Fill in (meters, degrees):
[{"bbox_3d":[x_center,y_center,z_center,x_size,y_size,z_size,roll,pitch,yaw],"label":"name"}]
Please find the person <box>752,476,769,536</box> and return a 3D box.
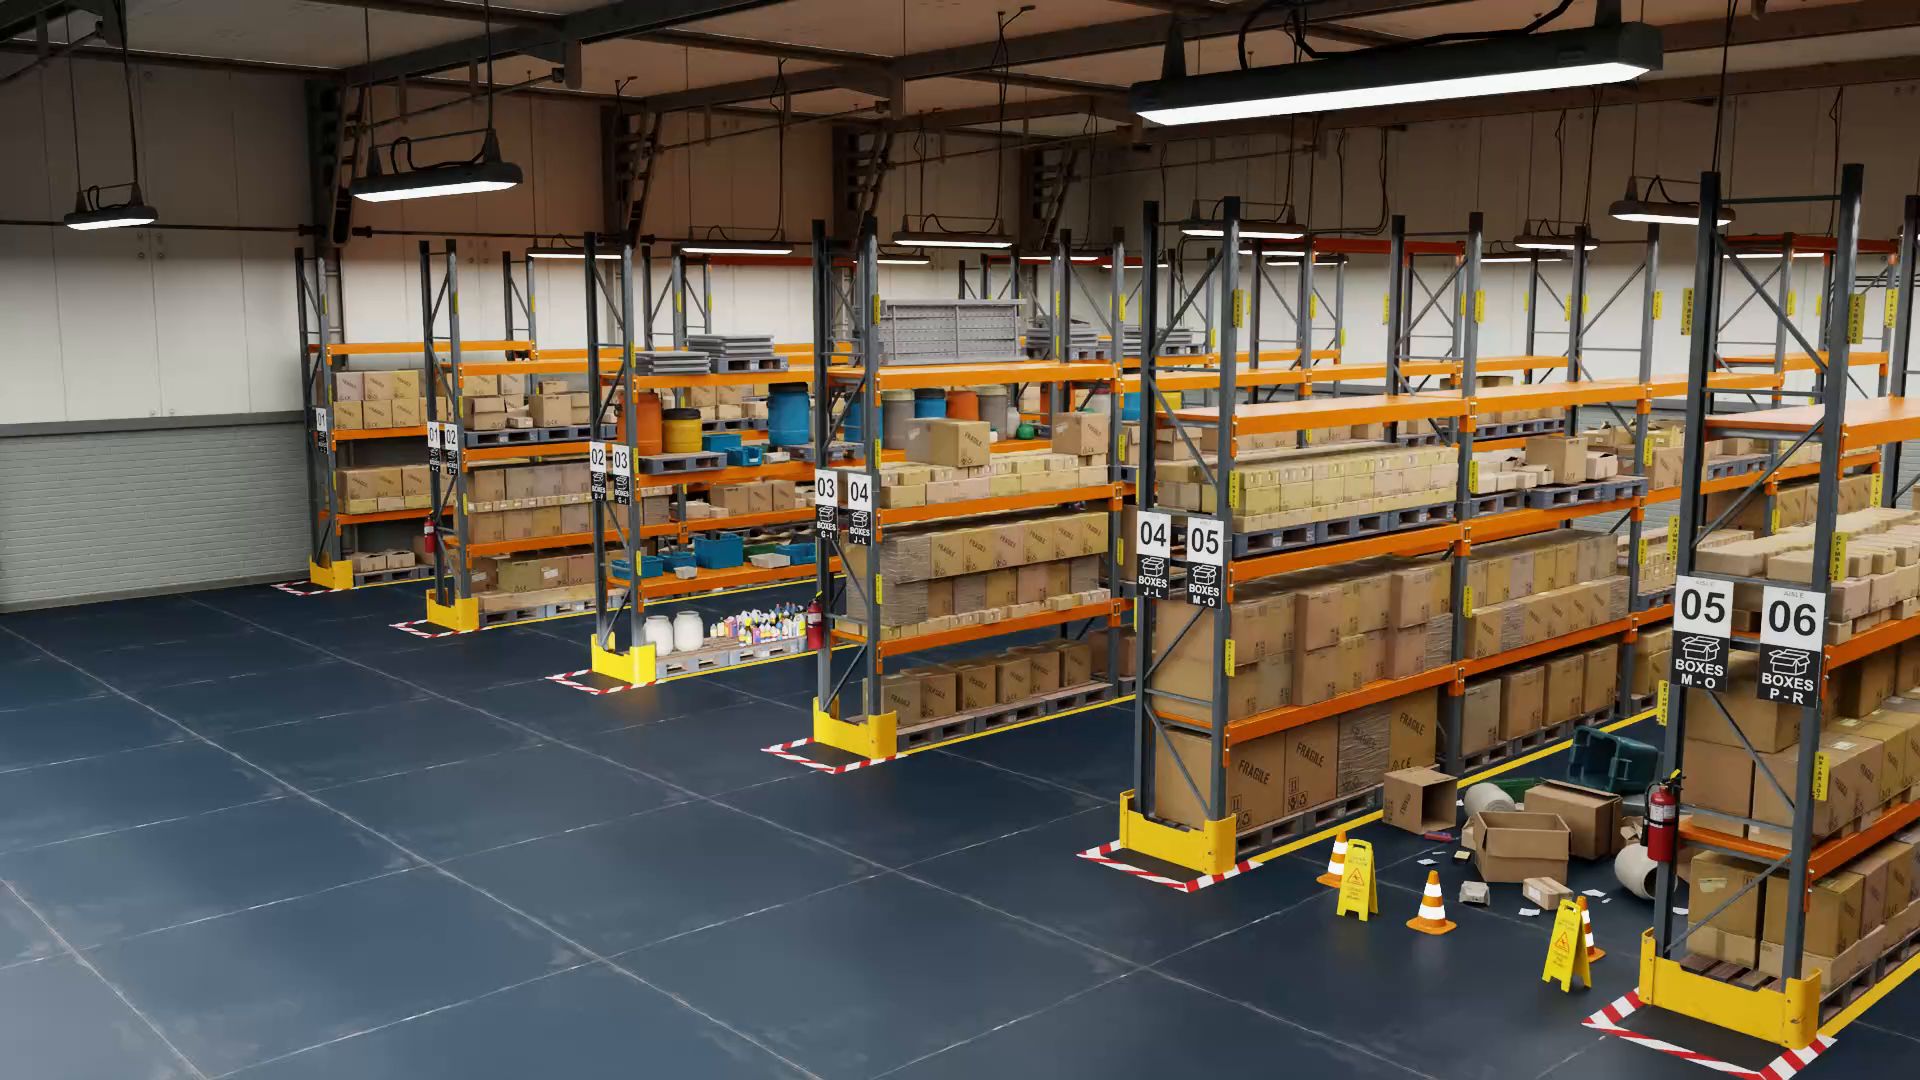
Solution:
[{"bbox_3d":[-4.050,-0.588,33.698,0.553,1.626,0.679,6,11,37],"label":"person"}]
